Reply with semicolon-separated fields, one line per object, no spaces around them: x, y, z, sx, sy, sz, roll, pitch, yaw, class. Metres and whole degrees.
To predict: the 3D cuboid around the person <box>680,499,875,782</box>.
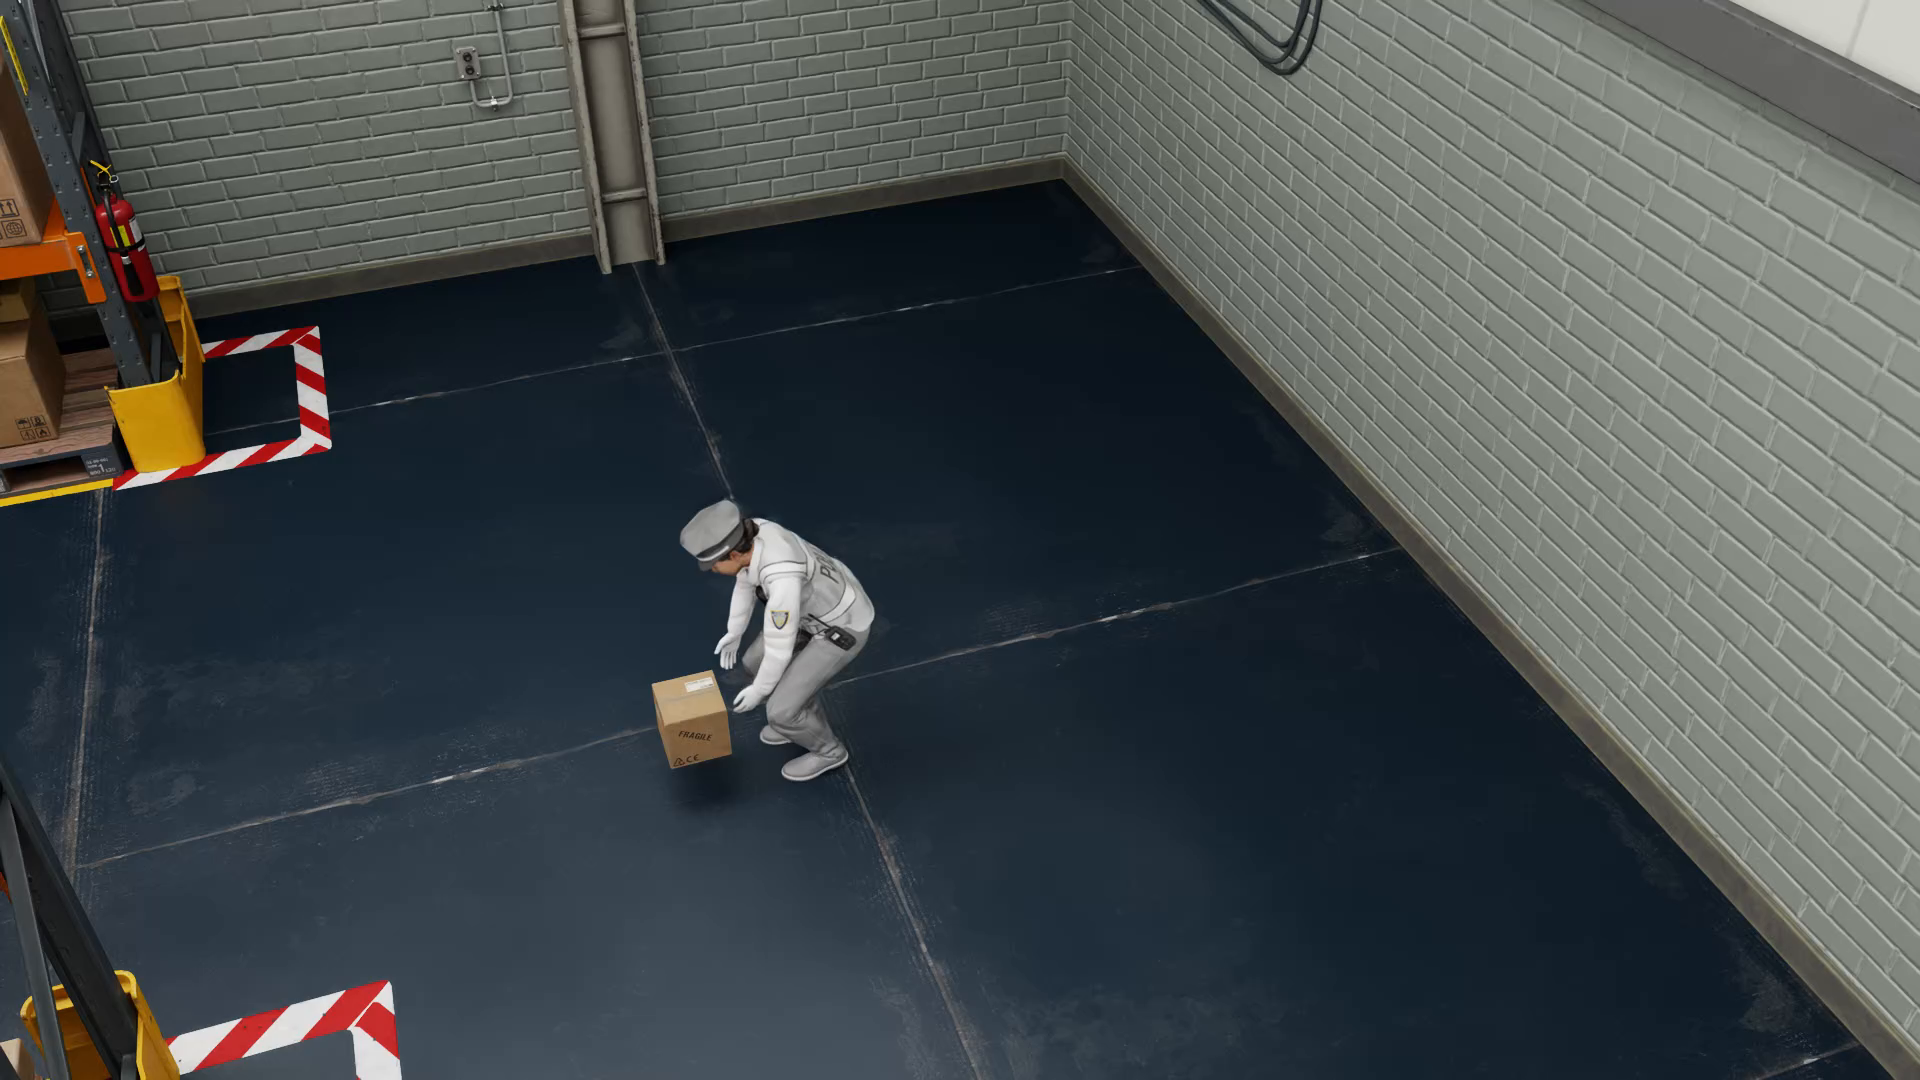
-0.689;0.386;6.550;0.723;1.349;0.535;-13;40;-16;person
